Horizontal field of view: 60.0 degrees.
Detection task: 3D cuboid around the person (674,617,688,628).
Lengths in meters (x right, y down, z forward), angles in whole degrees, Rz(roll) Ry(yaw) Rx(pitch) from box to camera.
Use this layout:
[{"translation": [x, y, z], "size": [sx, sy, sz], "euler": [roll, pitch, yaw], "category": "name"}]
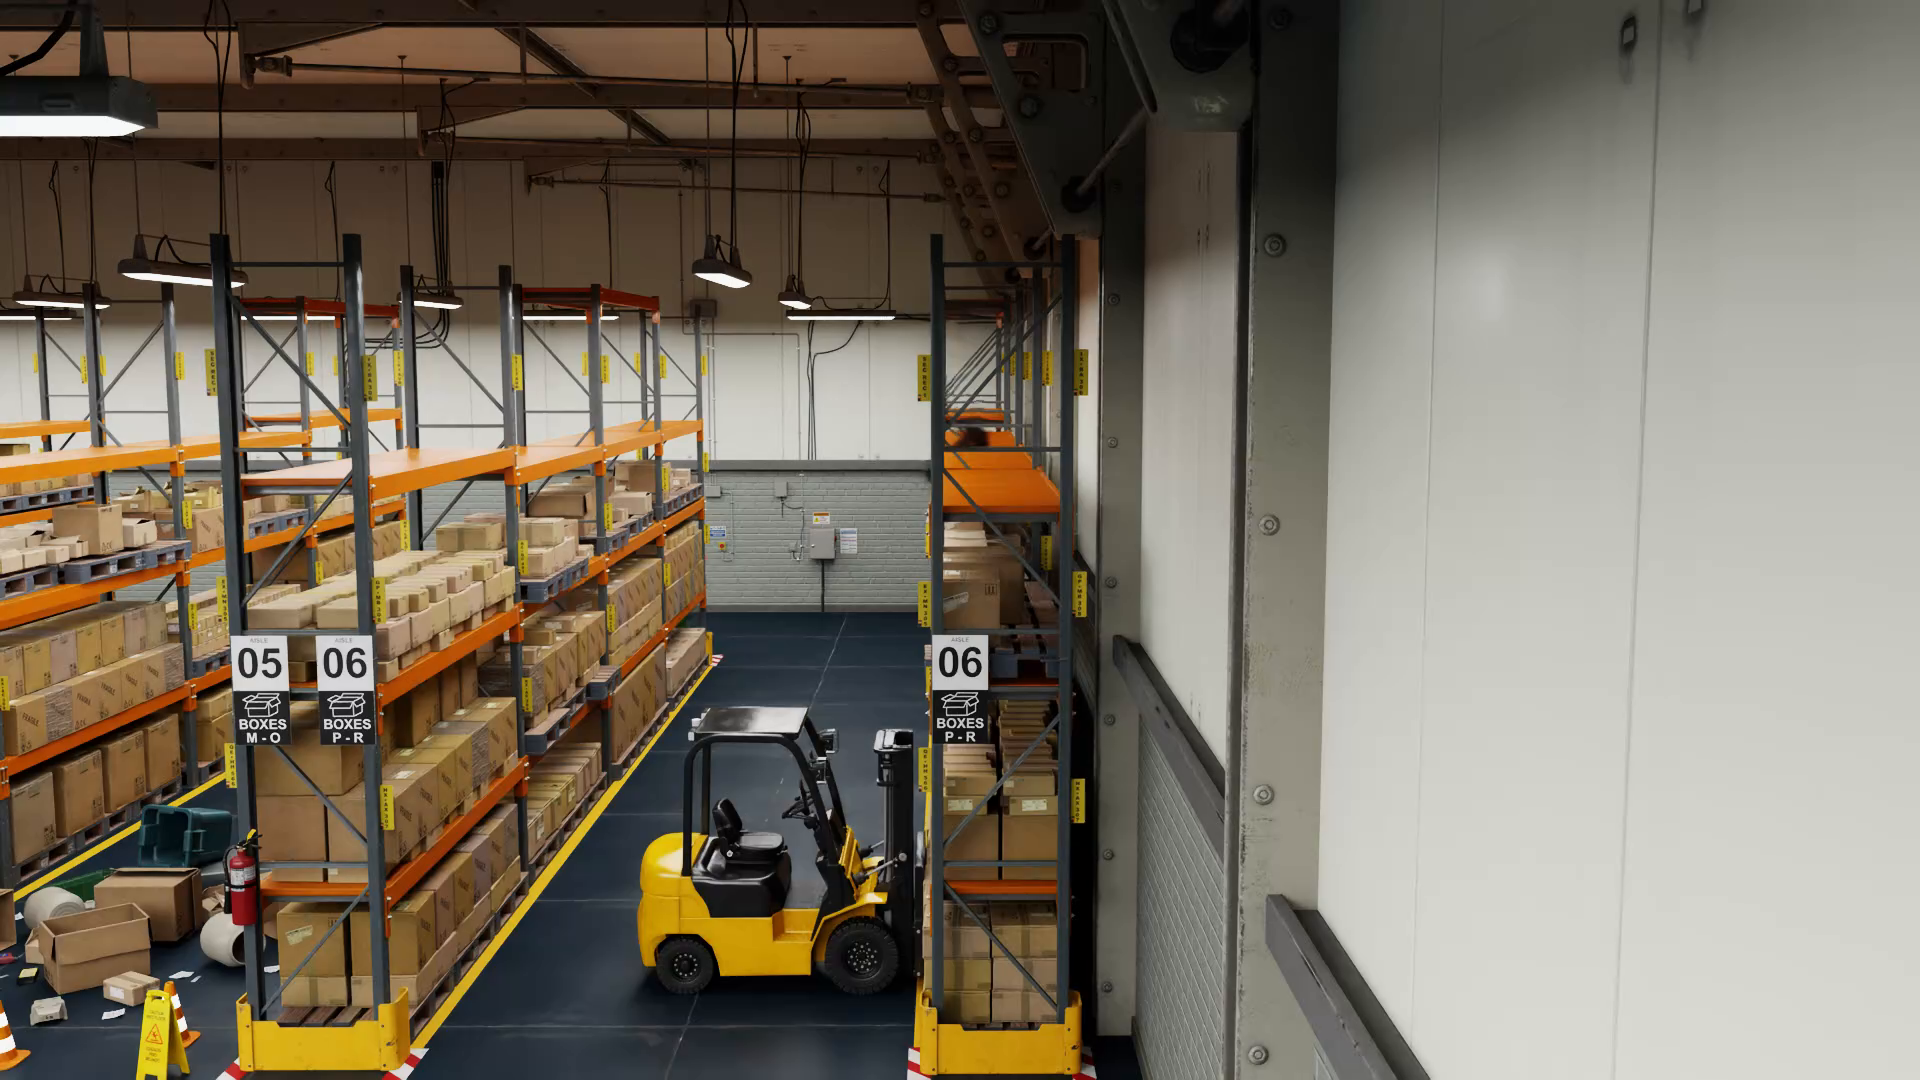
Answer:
[{"translation": [-4.906, 1.083, 28.999], "size": [0.638, 1.725, 0.697], "euler": [1, 6, 10], "category": "person"}]
